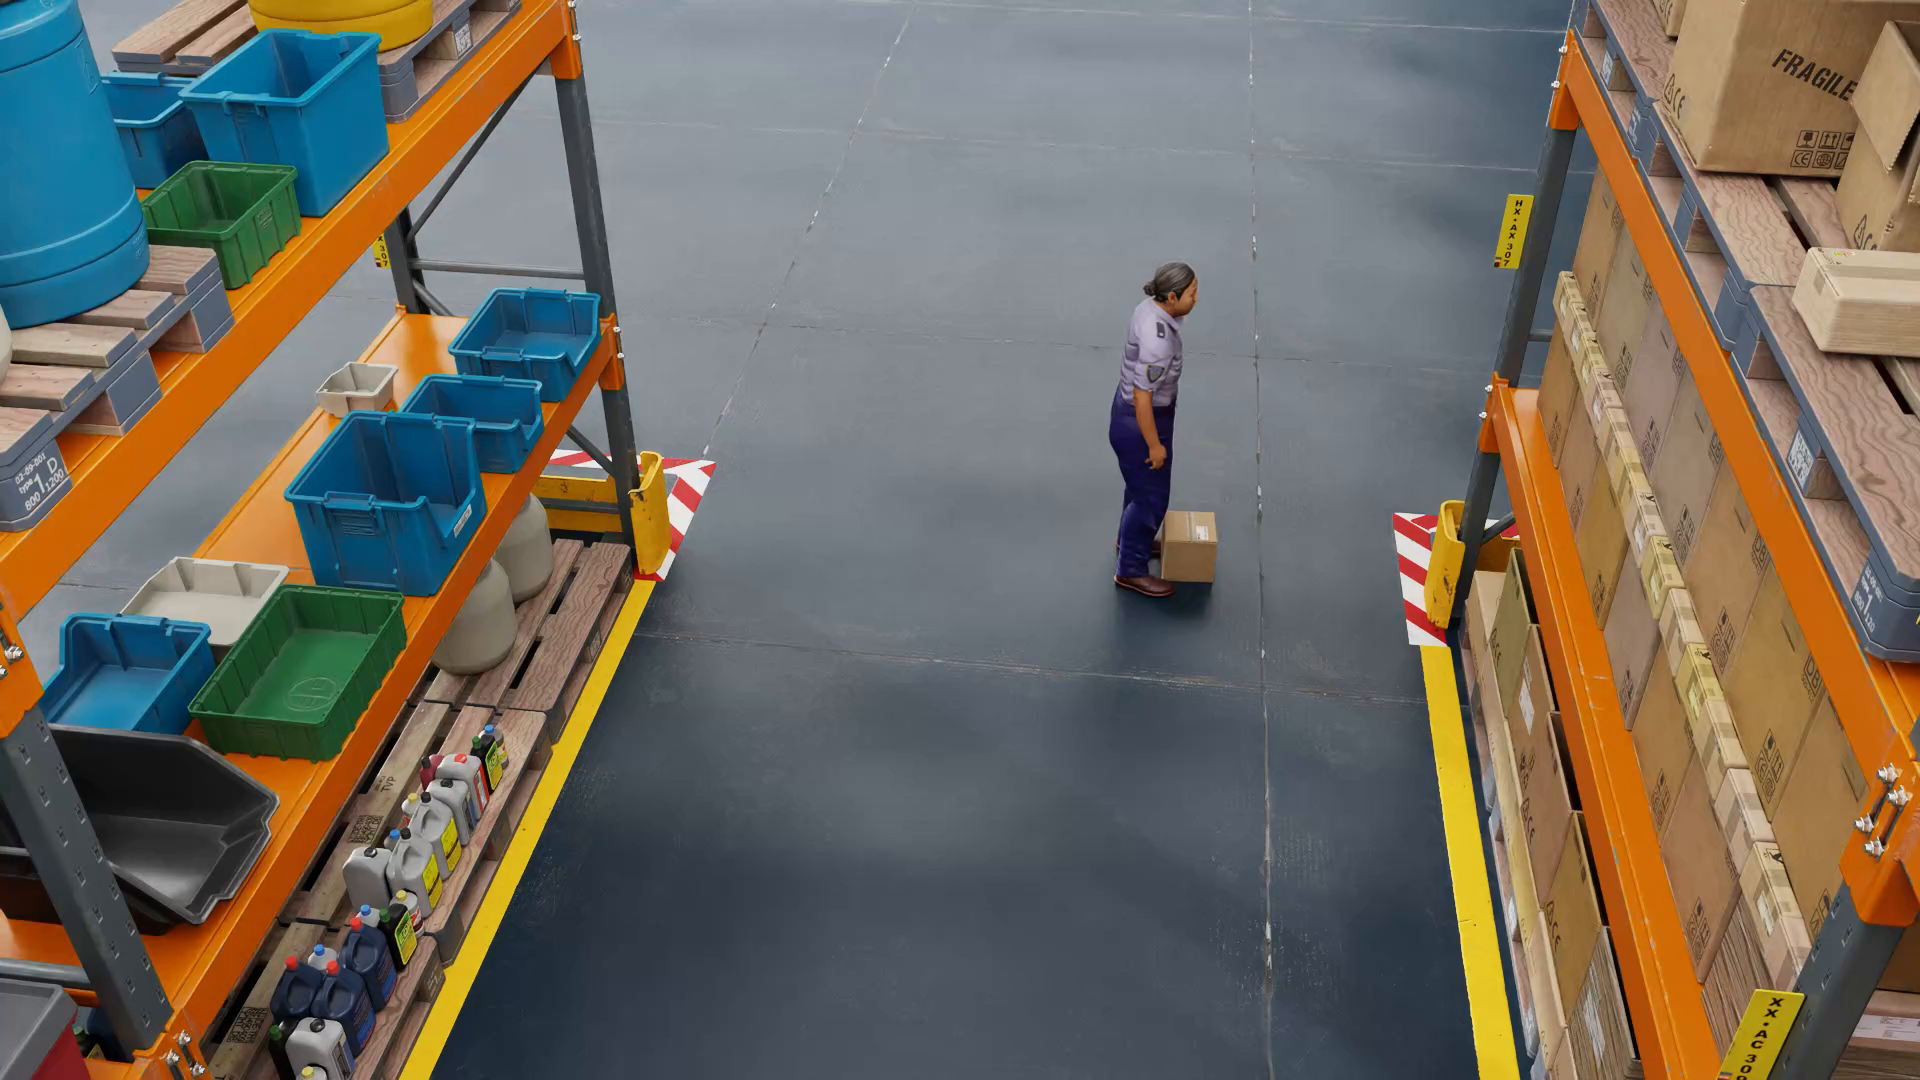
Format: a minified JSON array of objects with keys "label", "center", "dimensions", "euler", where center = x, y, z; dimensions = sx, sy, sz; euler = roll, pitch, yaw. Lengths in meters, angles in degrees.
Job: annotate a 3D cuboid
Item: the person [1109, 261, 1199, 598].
[{"label":"person","center":[0.888,-0.546,7.786],"dimensions":[0.371,1.652,0.538],"euler":[5,37,6]}]
